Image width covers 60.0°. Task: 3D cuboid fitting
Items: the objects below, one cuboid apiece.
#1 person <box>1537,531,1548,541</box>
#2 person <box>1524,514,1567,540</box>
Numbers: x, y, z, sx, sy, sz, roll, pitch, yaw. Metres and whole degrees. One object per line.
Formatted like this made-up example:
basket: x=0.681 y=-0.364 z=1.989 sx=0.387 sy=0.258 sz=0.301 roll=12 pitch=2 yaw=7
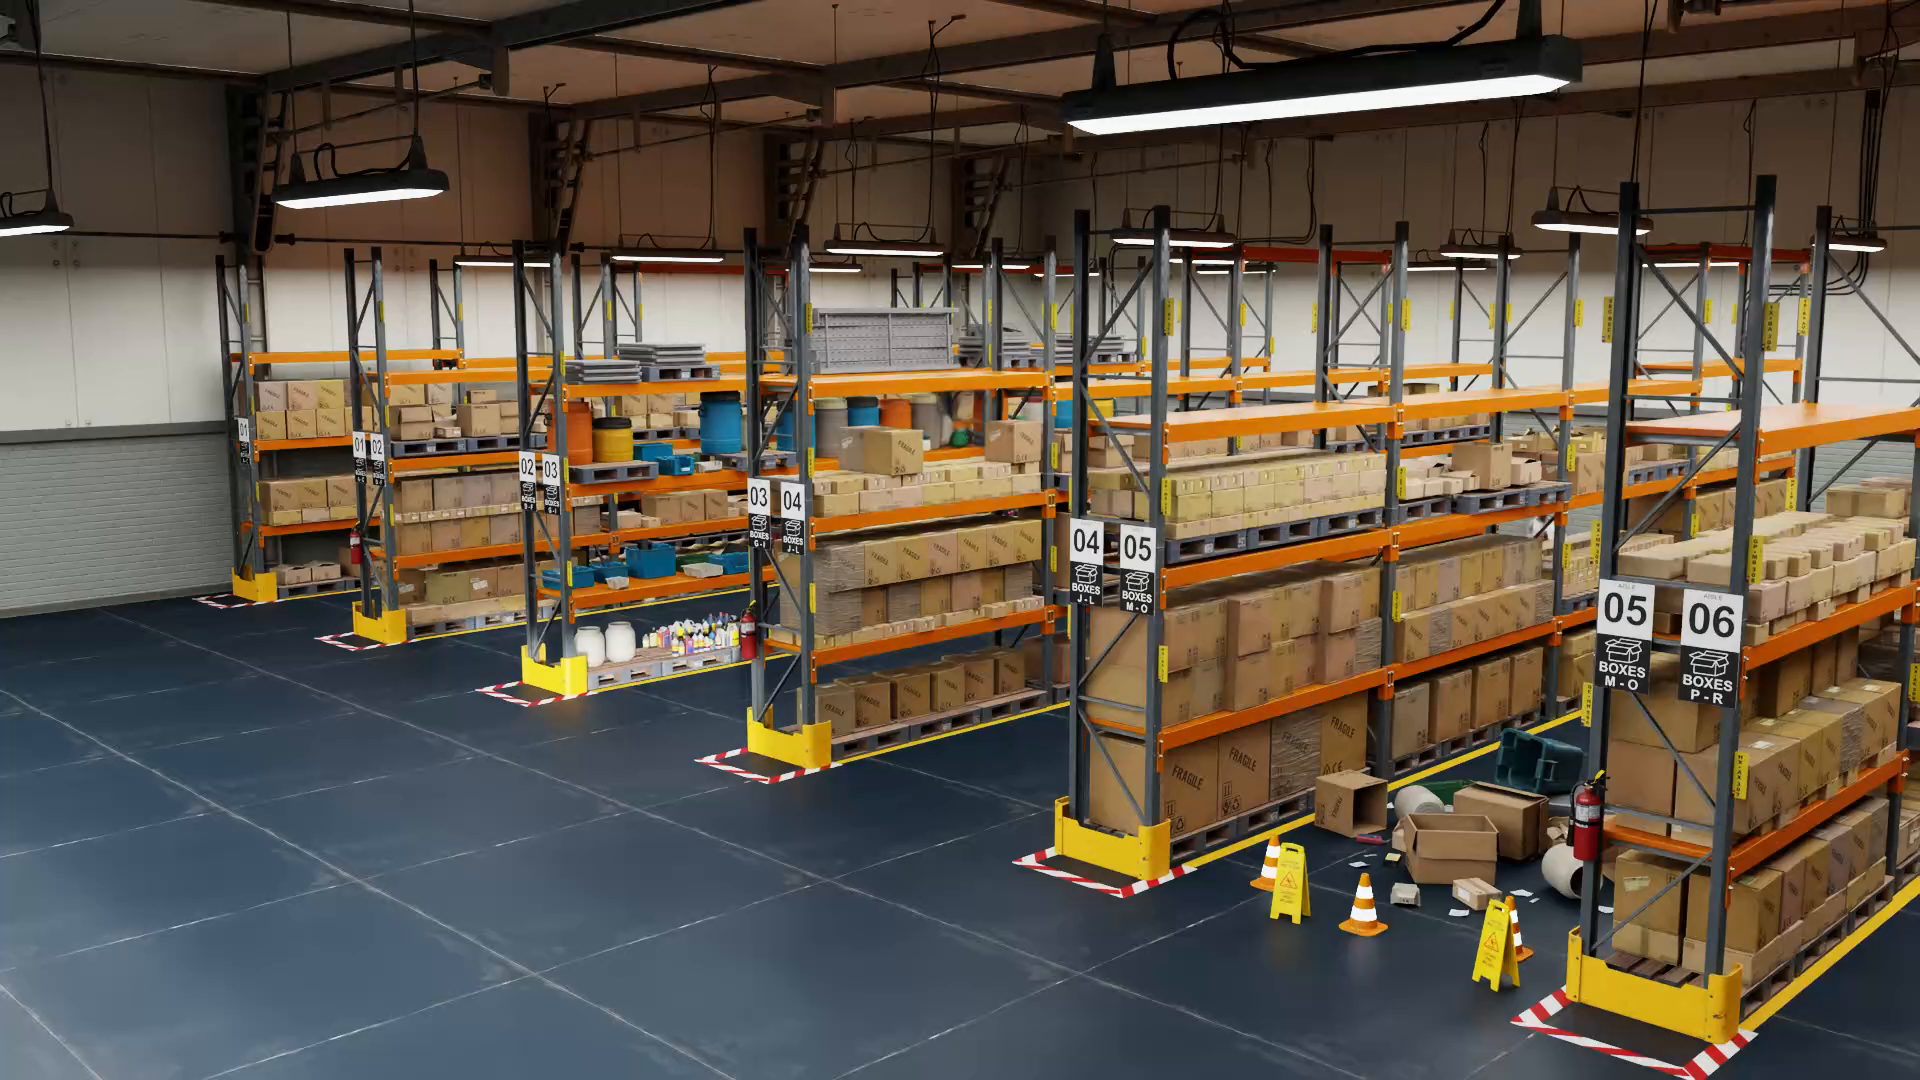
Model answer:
person: x=9.127 y=0.661 z=26.214 sx=0.560 sy=1.610 sz=0.574 roll=8 pitch=11 yaw=44
person: x=10.160 y=0.223 z=28.937 sx=0.646 sy=1.808 sz=0.662 roll=6 pitch=10 yaw=35
